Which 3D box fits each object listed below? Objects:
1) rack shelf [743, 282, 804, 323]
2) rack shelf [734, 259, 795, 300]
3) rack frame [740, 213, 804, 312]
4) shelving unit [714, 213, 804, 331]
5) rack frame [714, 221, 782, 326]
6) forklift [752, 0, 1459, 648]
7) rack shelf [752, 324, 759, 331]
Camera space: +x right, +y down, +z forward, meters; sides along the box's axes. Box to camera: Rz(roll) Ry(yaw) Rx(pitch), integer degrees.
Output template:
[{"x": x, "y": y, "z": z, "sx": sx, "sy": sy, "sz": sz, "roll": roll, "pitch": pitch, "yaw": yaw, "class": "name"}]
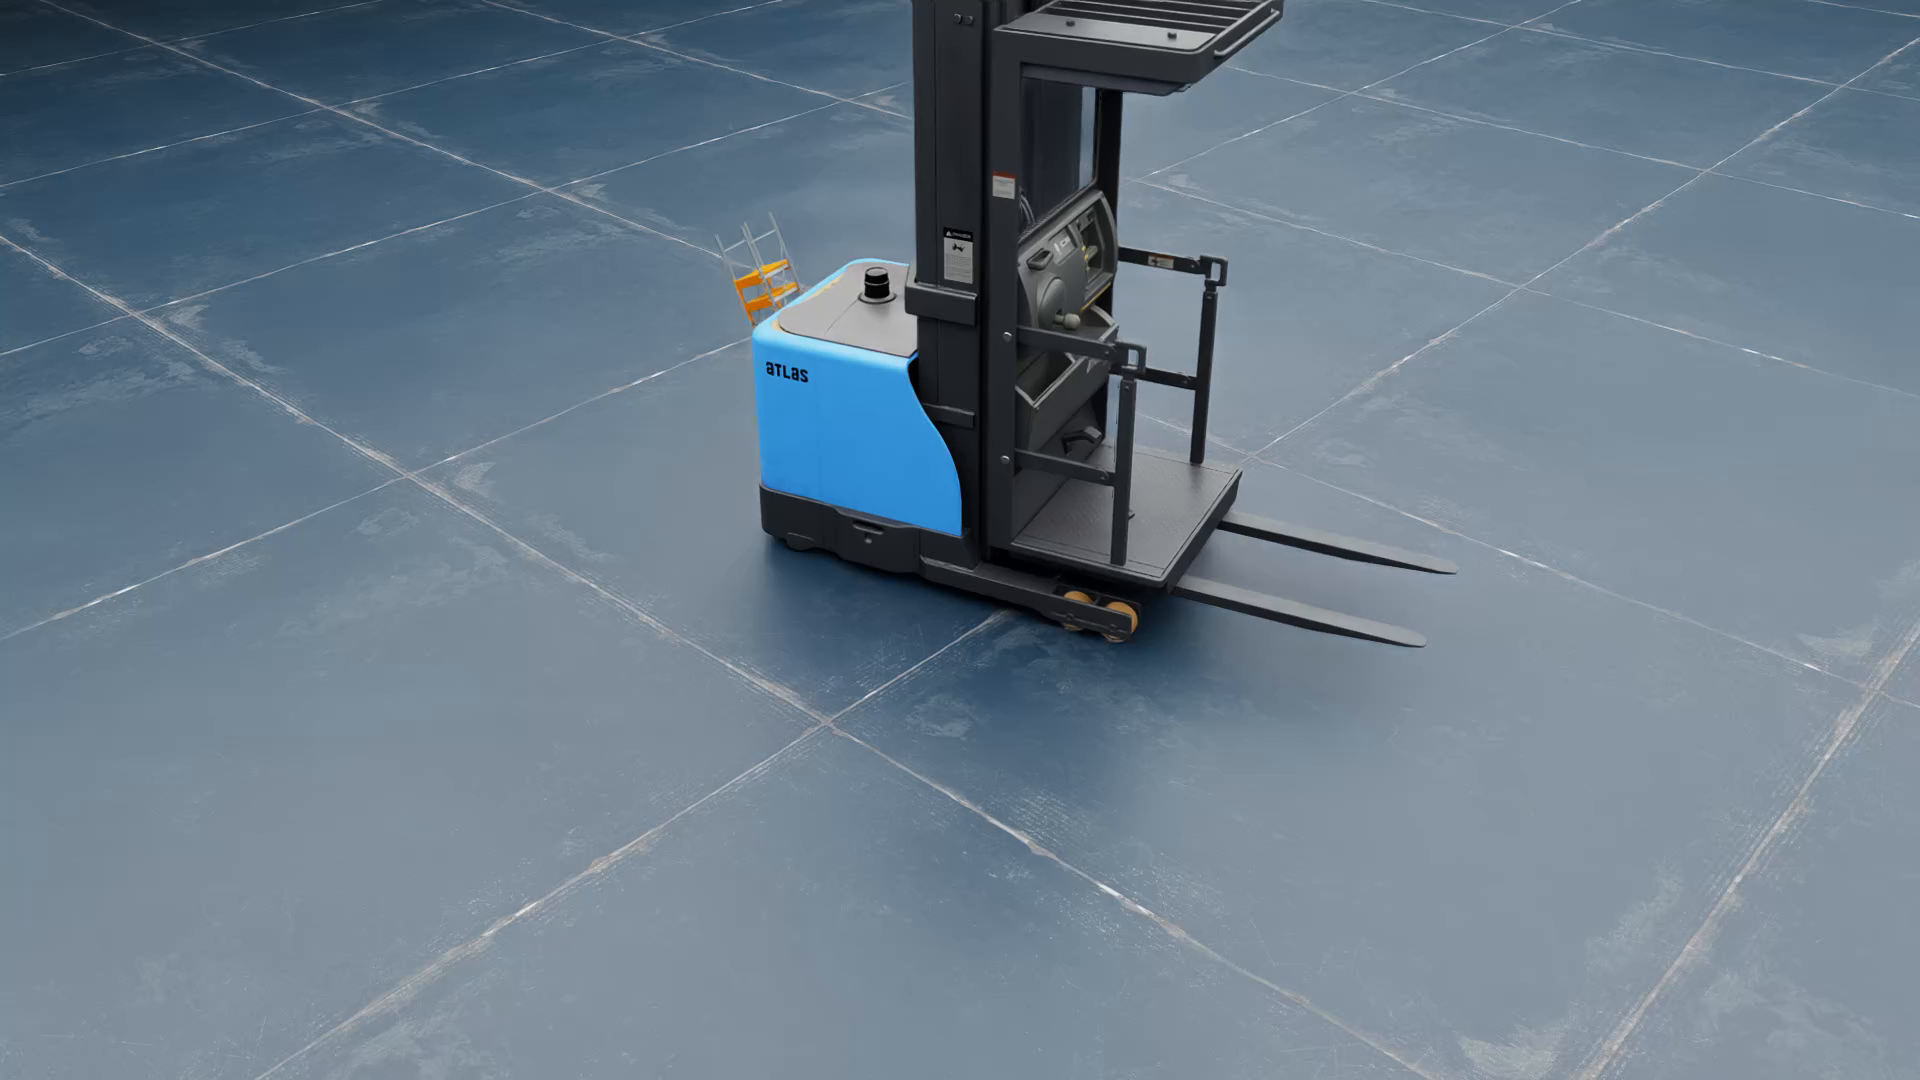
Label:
[{"x": -0.917, "y": -1.182, "z": 8.234, "sx": 0.180, "sy": 0.103, "sz": 0.258, "roll": -8, "pitch": 21, "yaw": 39, "class": "rack shelf"}, {"x": -0.959, "y": -1.289, "z": 8.200, "sx": 0.180, "sy": 0.103, "sz": 0.258, "roll": -8, "pitch": 21, "yaw": 39, "class": "rack shelf"}, {"x": -0.777, "y": -1.018, "z": 8.232, "sx": 0.006, "sy": 1.200, "sz": 0.240, "roll": -8, "pitch": 21, "yaw": 39, "class": "rack frame"}, {"x": -0.847, "y": -1.008, "z": 8.289, "sx": 0.189, "sy": 1.200, "sz": 0.258, "roll": -8, "pitch": 21, "yaw": 39, "class": "shelving unit"}, {"x": -0.918, "y": -0.998, "z": 8.346, "sx": 0.006, "sy": 1.200, "sz": 0.240, "roll": -8, "pitch": 21, "yaw": 39, "class": "rack frame"}, {"x": 0.633, "y": -1.138, "z": 6.798, "sx": 3.031, "sy": 2.935, "sz": 1.130, "roll": 14, "pitch": 34, "yaw": 22, "class": "forklift"}, {"x": -0.874, "y": -1.075, "z": 8.268, "sx": 0.180, "sy": 0.103, "sz": 0.258, "roll": -8, "pitch": 21, "yaw": 39, "class": "rack shelf"}]
